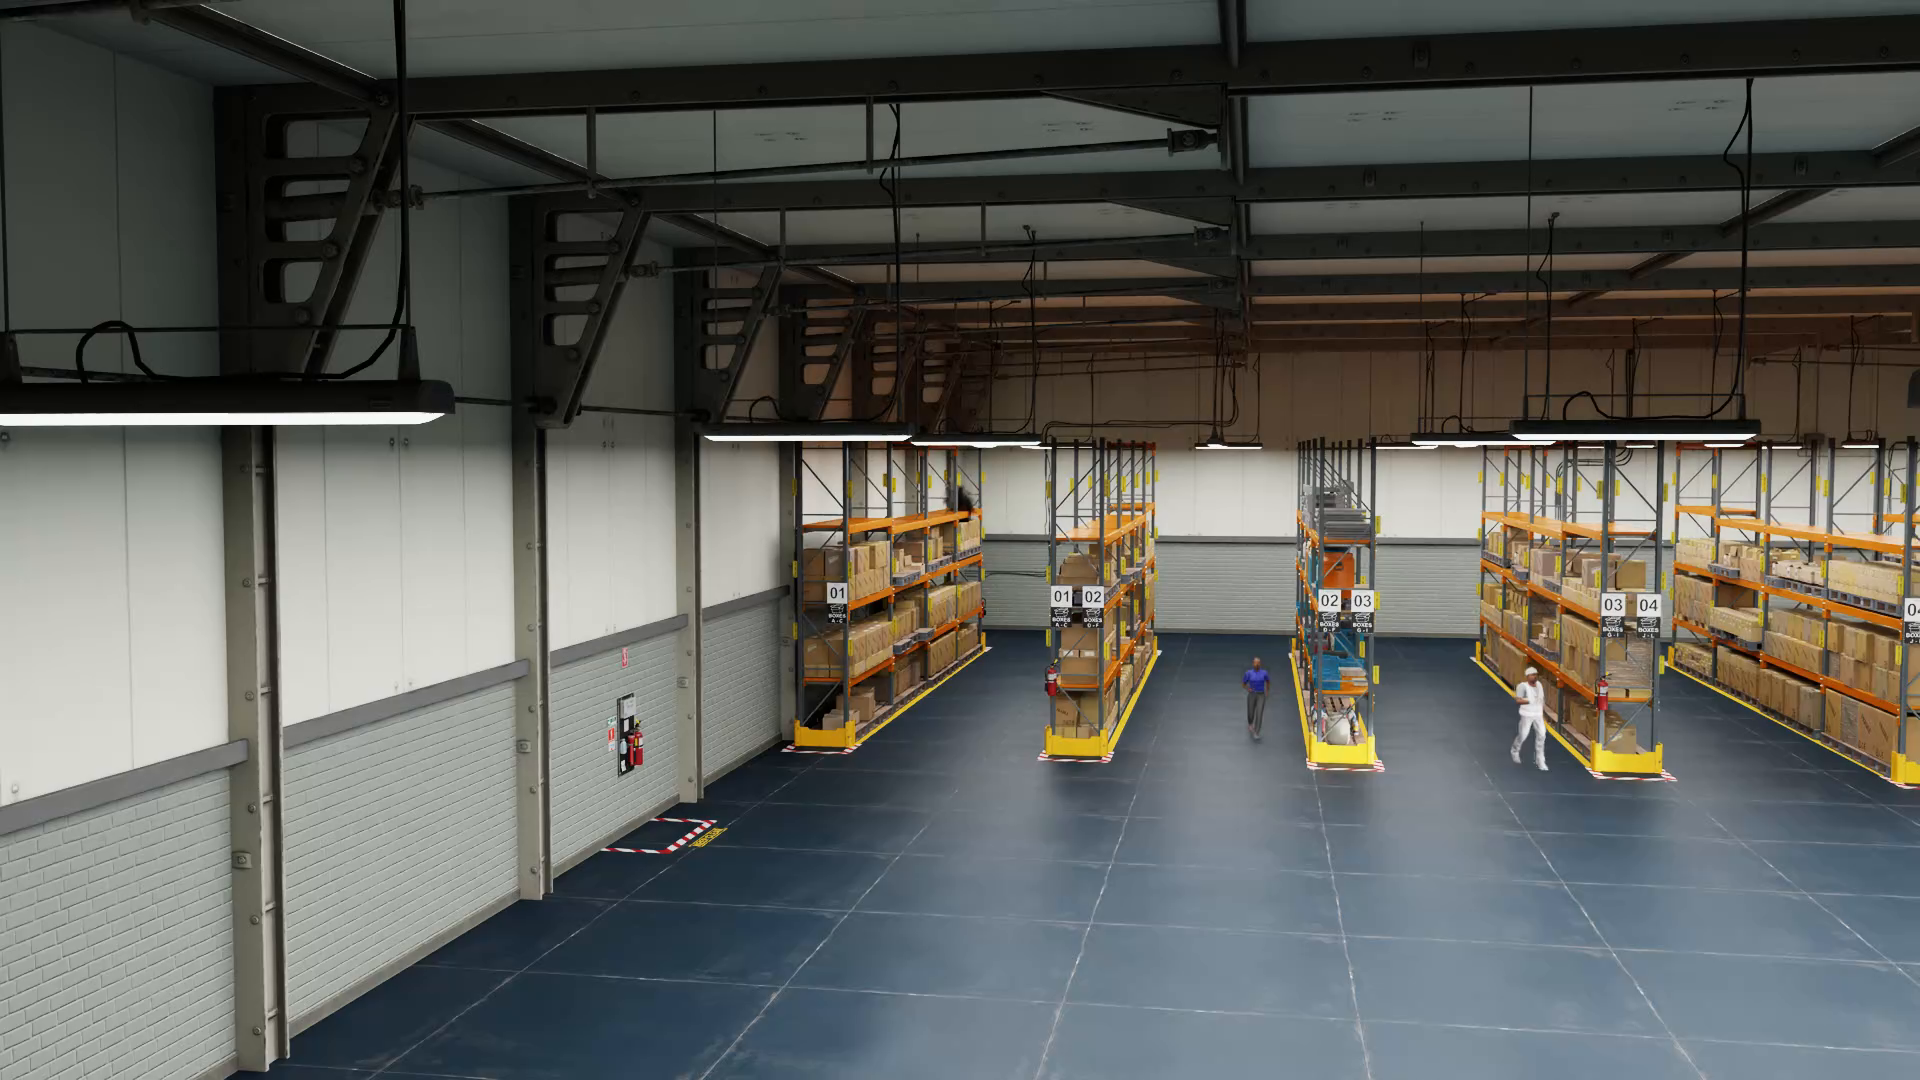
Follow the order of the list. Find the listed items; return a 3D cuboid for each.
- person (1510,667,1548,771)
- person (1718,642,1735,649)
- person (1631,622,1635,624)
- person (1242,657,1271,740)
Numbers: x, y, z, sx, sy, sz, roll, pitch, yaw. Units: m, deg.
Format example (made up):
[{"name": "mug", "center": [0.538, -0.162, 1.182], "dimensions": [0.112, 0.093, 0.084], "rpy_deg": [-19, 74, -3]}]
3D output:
[{"name": "person", "center": [10.332, 3.219, 30.190], "dimensions": [0.686, 1.842, 0.836], "rpy_deg": [-1, 3, -16]}, {"name": "person", "center": [20.963, 2.531, 45.452], "dimensions": [0.732, 1.625, 0.541], "rpy_deg": [1, 3, 11]}, {"name": "person", "center": [18.014, 2.484, 44.989], "dimensions": [0.611, 1.750, 0.726], "rpy_deg": [-2, 3, -28]}, {"name": "person", "center": [5.937, 3.199, 33.295], "dimensions": [0.578, 1.521, 0.684], "rpy_deg": [0, 3, 5]}]
